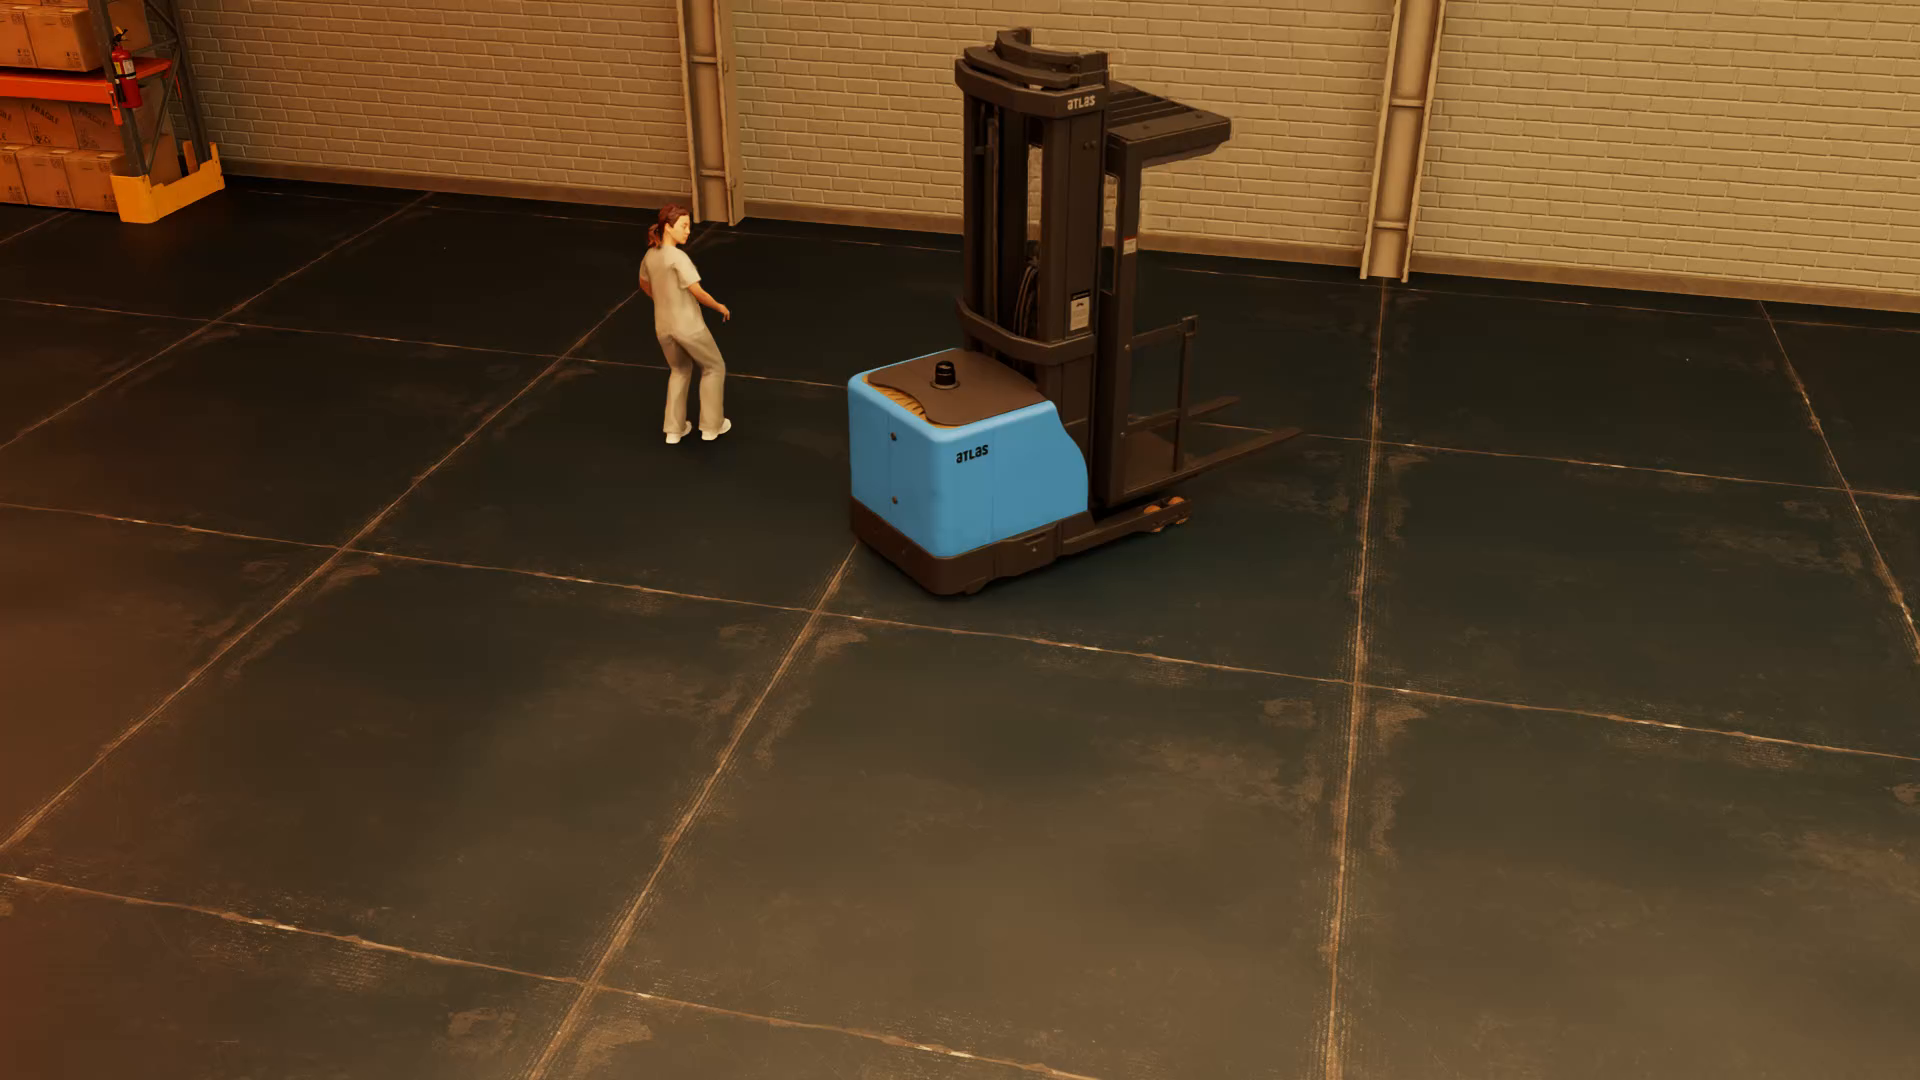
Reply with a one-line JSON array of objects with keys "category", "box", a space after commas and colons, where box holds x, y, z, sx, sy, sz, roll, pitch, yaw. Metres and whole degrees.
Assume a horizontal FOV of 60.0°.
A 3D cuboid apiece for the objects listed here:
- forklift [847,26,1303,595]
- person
[{"category": "forklift", "box": [0.833, -1.515, 9.844, 3.031, 2.935, 1.130, -19, 35, -30]}, {"category": "person", "box": [-1.824, -1.432, 11.039, 0.644, 1.628, 0.472, 18, 34, 29]}]
